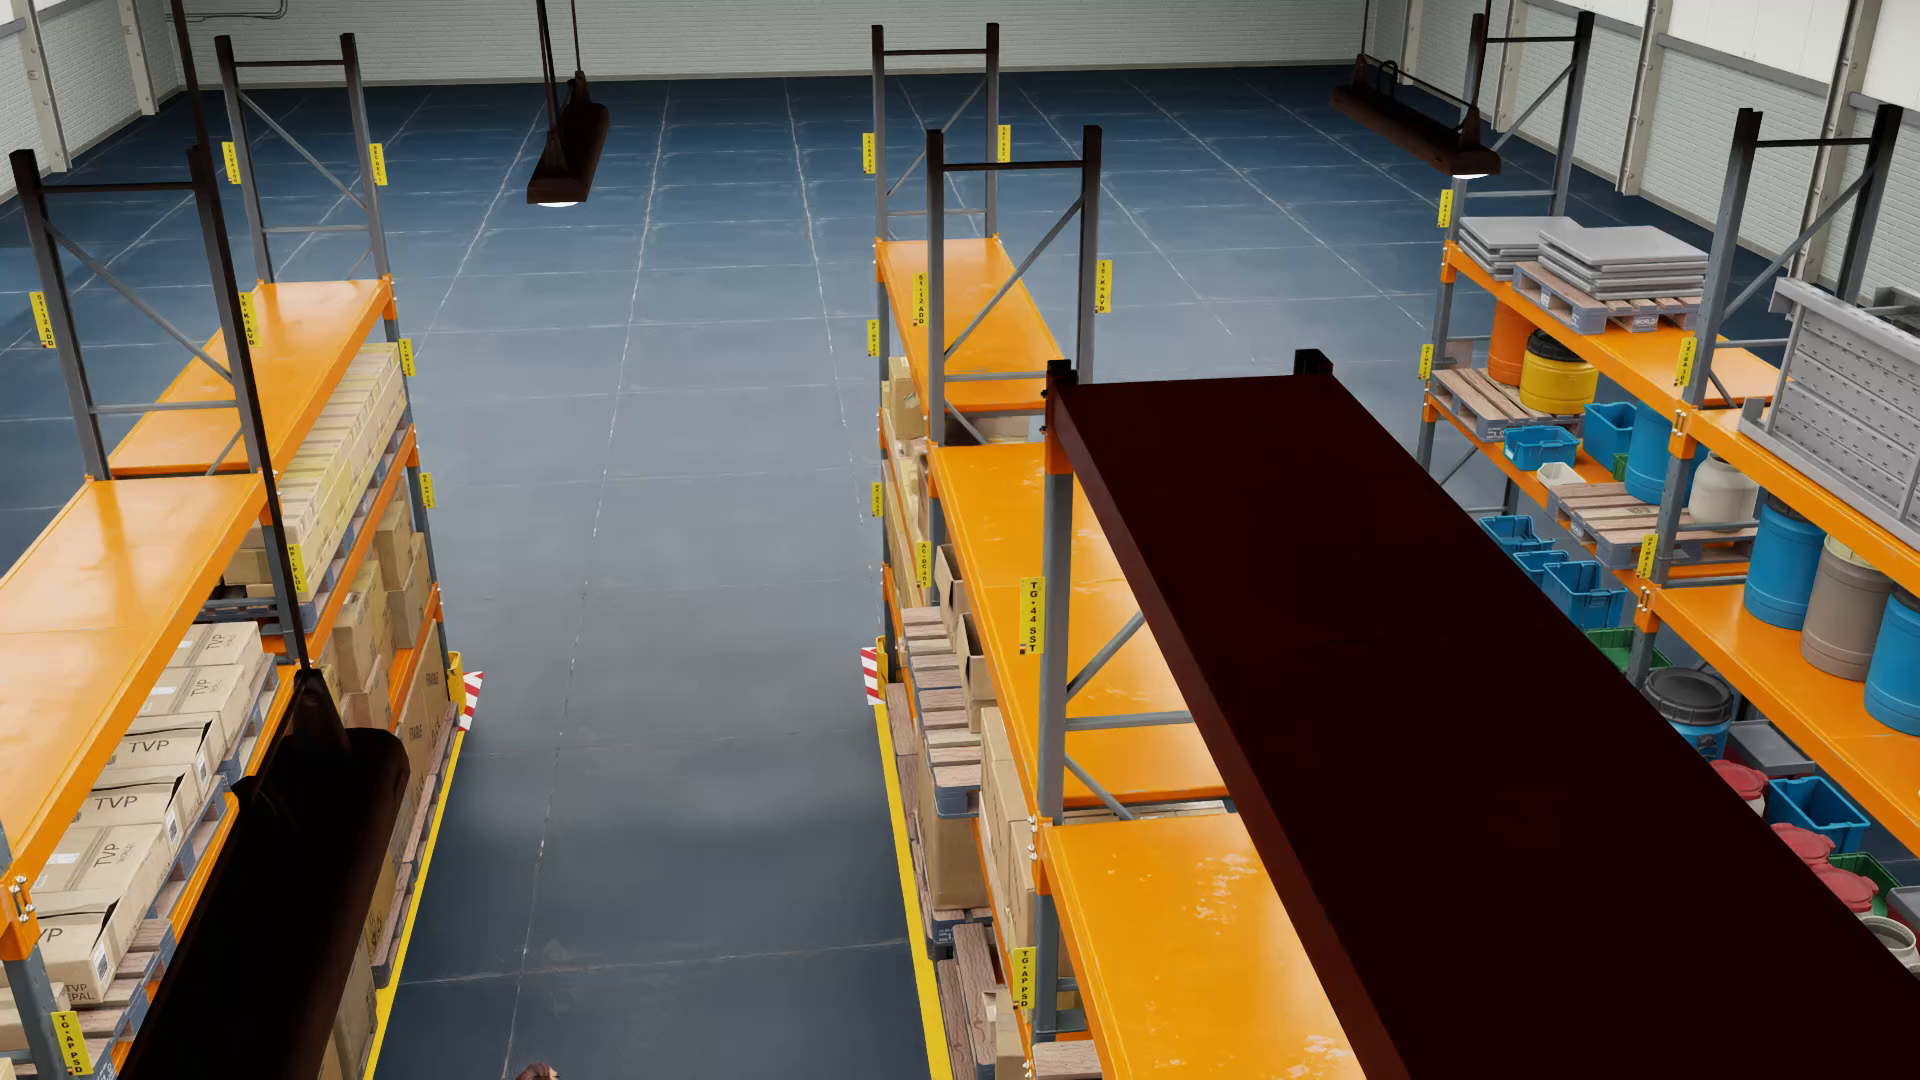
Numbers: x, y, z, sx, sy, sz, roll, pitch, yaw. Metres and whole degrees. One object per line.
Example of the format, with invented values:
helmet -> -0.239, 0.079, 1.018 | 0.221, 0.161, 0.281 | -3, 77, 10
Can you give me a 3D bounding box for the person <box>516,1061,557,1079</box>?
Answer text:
person -> -2.226, 3.518, 9.181 | 0.360, 1.676, 0.503 | -10, 27, -20
